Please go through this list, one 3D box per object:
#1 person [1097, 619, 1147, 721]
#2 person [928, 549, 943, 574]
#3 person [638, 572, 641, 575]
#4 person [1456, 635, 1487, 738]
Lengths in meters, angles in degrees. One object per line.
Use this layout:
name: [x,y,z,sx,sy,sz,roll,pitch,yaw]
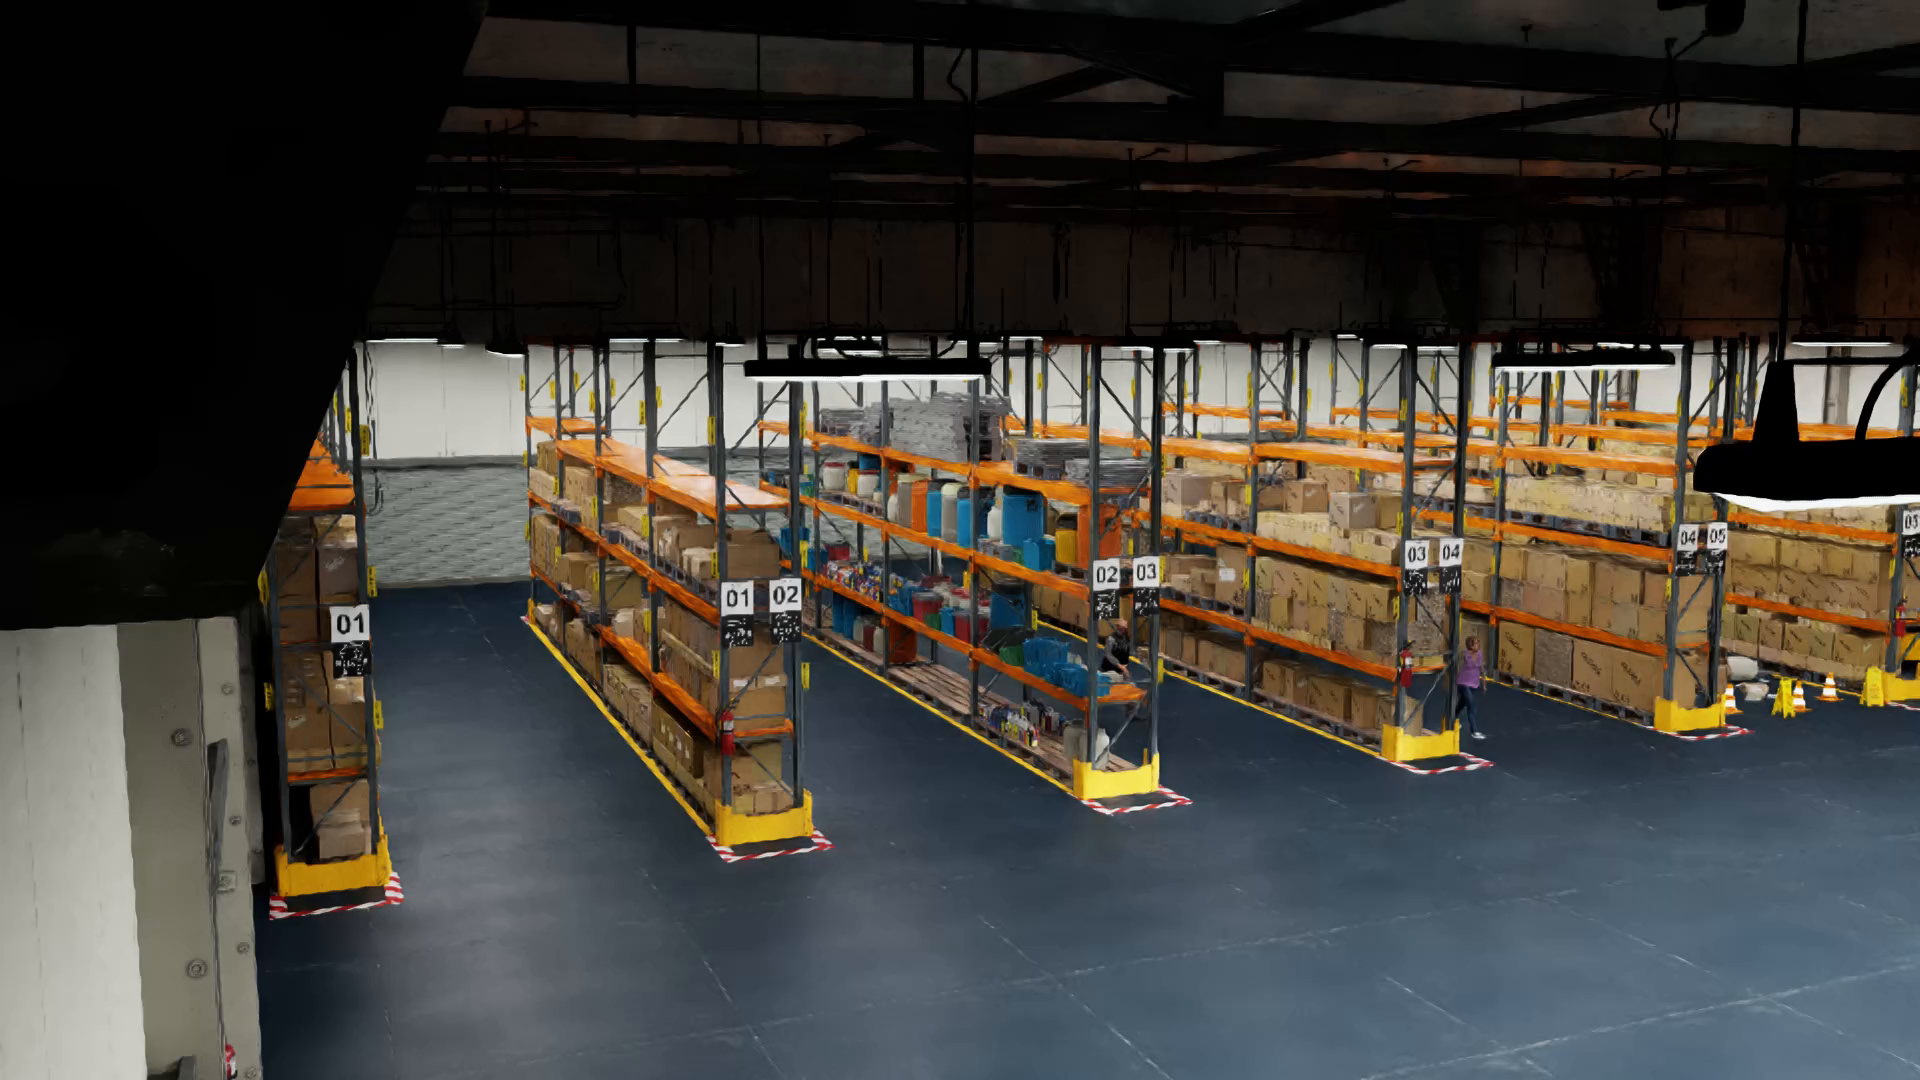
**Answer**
person: [2.446,2.035,26.132,0.679,1.661,0.830,-6,10,-40]
person: [-0.520,0.645,36.846,0.464,1.593,0.607,-2,8,-17]
person: [-6.857,0.806,35.226,0.451,1.679,0.537,-7,10,-43]
person: [7.774,2.245,25.383,0.432,1.437,0.948,-3,8,-23]
